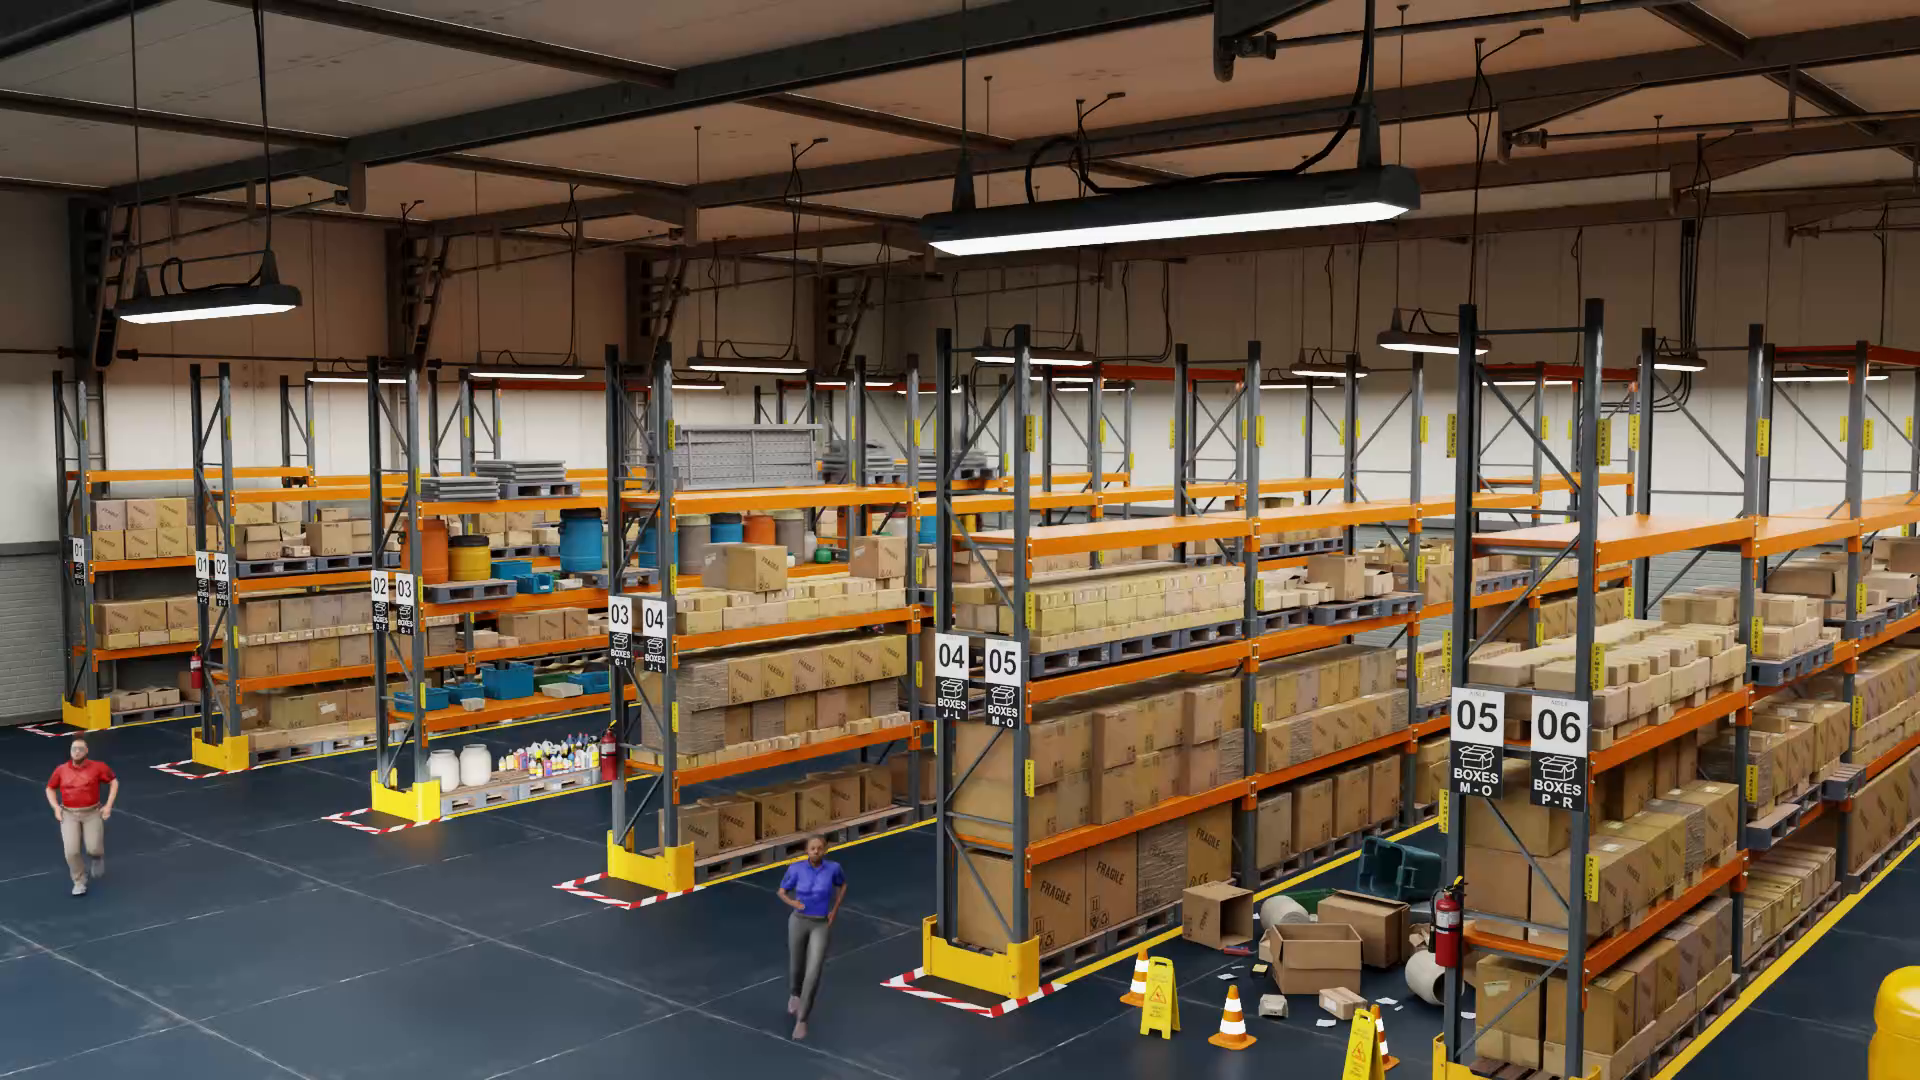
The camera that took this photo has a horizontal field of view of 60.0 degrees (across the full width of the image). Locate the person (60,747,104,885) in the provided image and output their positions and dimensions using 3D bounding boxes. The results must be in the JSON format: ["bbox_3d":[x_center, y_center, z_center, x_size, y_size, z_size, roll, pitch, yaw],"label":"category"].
[{"bbox_3d":[-9.618,3.007,18.217,0.422,1.540,0.537,-2,4,-21],"label":"person"}]

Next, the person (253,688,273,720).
[{"bbox_3d":[-11.453,2.362,27.286,0.387,1.672,0.524,3,5,33],"label":"person"}]

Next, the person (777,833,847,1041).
[{"bbox_3d":[-1.261,3.526,14.135,0.579,1.311,0.644,0,4,0],"label":"person"}]
